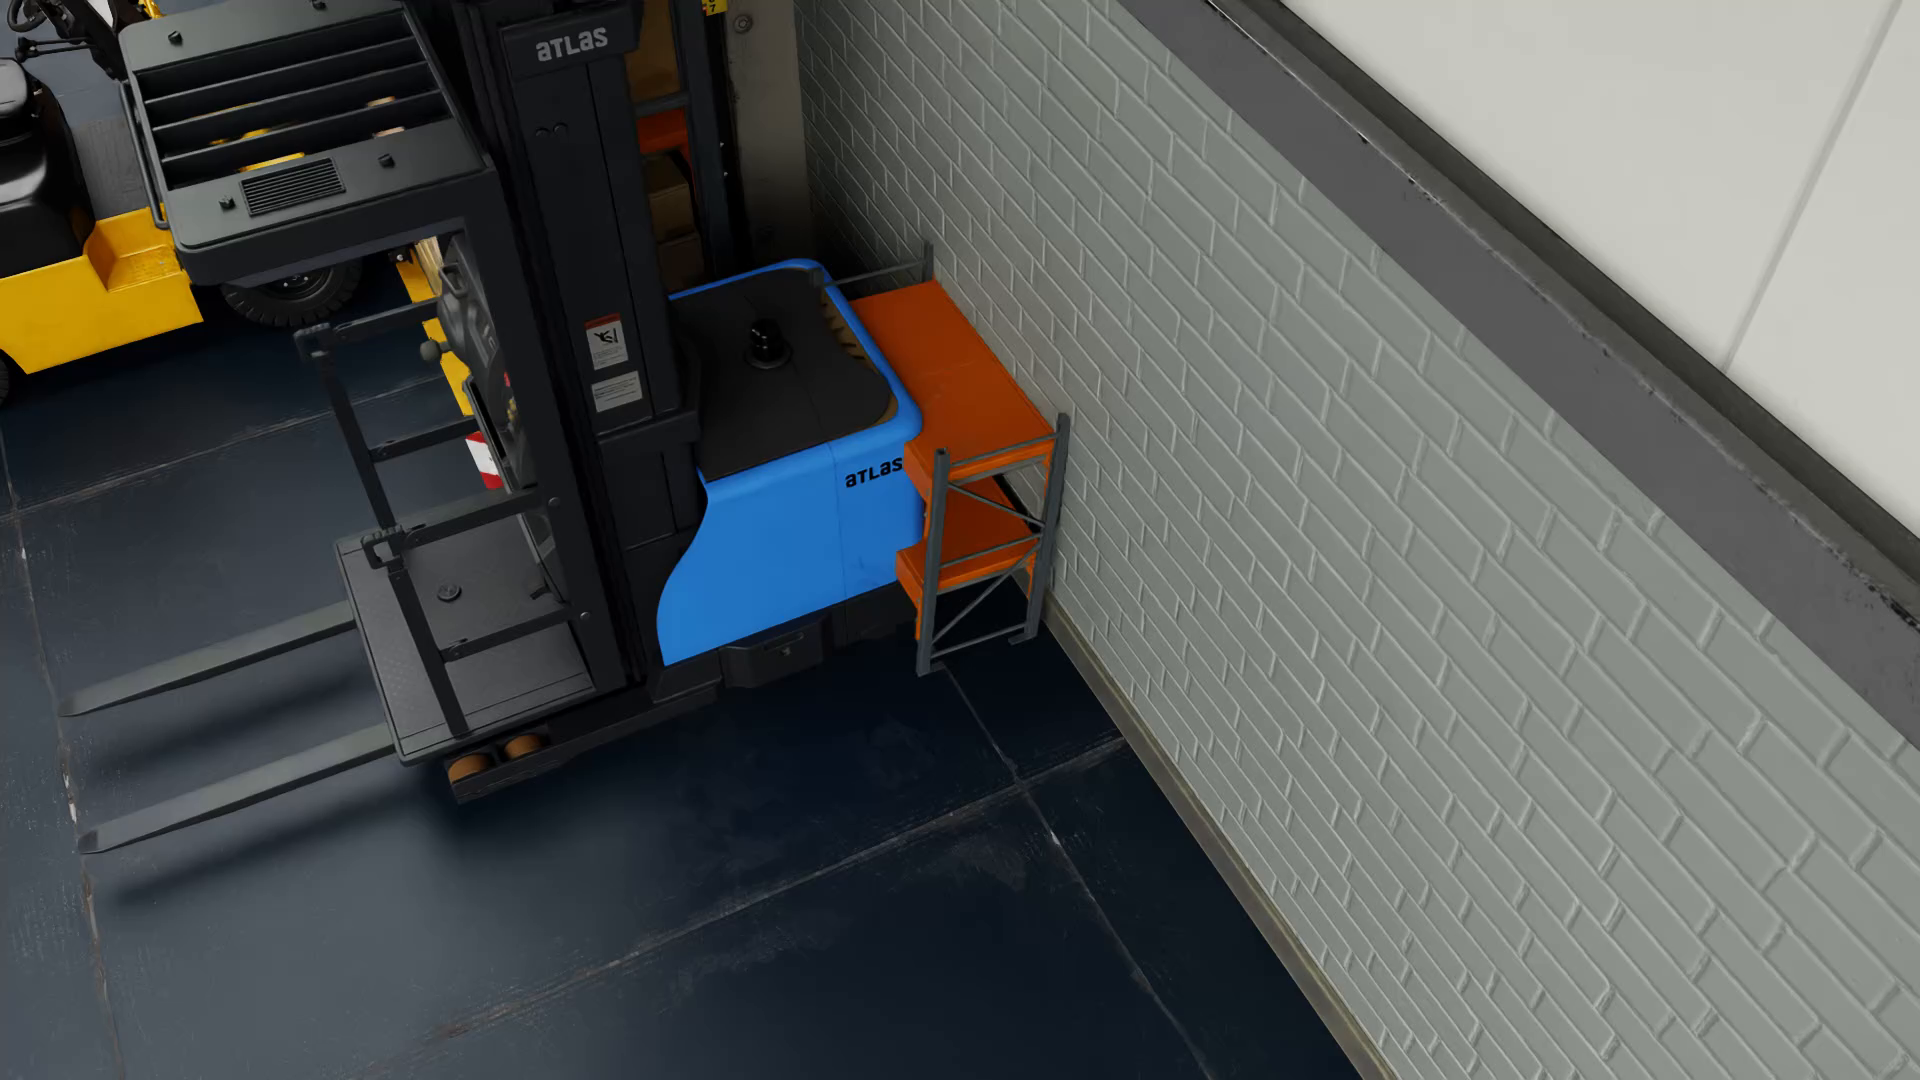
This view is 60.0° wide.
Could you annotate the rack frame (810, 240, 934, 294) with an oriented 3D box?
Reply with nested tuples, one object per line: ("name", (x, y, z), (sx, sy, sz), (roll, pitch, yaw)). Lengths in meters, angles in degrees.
("rack frame", (-0.350, -0.642, 6.437), (0.500, 1.125, 0.032), (-17, 51, -21))

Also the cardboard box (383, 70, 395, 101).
("cardboard box", (-1.822, -1.736, 6.102), (0.500, 0.500, 0.500), (-22, 52, -18))

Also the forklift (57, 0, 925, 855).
("forklift", (-1.667, -0.513, 5.144), (3.031, 2.935, 1.130), (-20, 52, -17))

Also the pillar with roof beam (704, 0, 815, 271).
("pillar with roof beam", (-4.708, -2.733, 3.054), (9.100, 9.000, 0.400), (-21, 52, -18))

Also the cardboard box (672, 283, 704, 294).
("cardboard box", (-1.414, -1.093, 7.154), (0.500, 0.250, 0.500), (-21, 52, -17))

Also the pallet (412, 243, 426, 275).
("pallet", (-2.305, -1.859, 8.128), (1.003, 0.211, 1.213), (-21, 52, -18))

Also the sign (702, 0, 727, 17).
("sign", (-0.867, -1.962, 5.738), (0.100, 0.325, 0.005), (-21, 52, -18))

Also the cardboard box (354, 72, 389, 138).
("cardboard box", (-2.330, -1.901, 7.196), (0.500, 0.250, 0.500), (-21, 52, -17))

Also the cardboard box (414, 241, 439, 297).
("cardboard box", (-2.078, -1.239, 7.281), (0.500, 0.250, 0.500), (-21, 52, -18))

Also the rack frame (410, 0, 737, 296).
("rack frame", (-1.363, -1.464, 5.930), (1.000, 3.000, 0.127), (-21, 52, -18))

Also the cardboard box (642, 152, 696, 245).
("cardboard box", (-1.415, -1.413, 6.769), (0.500, 0.250, 0.500), (-22, 52, -18))

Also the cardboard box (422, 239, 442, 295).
("cardboard box", (-1.864, -1.080, 6.810), (0.500, 0.250, 0.500), (-22, 52, -18))

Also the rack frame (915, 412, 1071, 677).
("rack frame", (0.106, 0.038, 5.835), (0.500, 1.125, 0.032), (-17, 51, -21))

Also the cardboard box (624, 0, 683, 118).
("cardboard box", (-1.343, -1.924, 6.266), (0.500, 0.500, 0.500), (-20, 52, -16))

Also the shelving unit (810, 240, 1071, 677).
("shelving unit", (-0.122, -0.302, 6.136), (0.538, 1.125, 1.048), (-17, 51, -21))

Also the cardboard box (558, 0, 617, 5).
("cardboard box", (-1.288, -2.027, 5.925), (0.380, 0.149, 0.250), (-22, 53, -18))

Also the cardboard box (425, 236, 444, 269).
("cardboard box", (-1.851, -1.227, 6.606), (0.500, 0.250, 0.500), (-20, 52, -16))

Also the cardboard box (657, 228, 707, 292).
("cardboard box", (-1.394, -1.248, 6.957), (0.500, 0.250, 0.500), (-20, 52, -17))

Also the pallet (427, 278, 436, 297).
("pallet", (-1.750, -1.043, 7.415), (1.003, 0.211, 1.213), (-21, 52, -18))

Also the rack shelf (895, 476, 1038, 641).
("rack shelf", (-0.141, -0.134, 6.313), (0.538, 0.278, 1.000), (-17, 51, -21))

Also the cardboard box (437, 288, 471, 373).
("cardboard box", (-1.859, -0.903, 6.987), (0.500, 0.250, 0.500), (-21, 52, -17))

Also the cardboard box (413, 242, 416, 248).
("cardboard box", (-2.299, -1.577, 7.577), (0.500, 0.250, 0.500), (-21, 52, -17))

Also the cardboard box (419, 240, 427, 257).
("cardboard box", (-2.084, -1.419, 7.107), (0.500, 0.250, 0.500), (-22, 52, -18))

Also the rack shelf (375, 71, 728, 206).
("rack shelf", (-2.278, -2.566, 7.372), (1.077, 0.370, 4.000), (-21, 52, -18))

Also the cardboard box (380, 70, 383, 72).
("cardboard box", (-2.051, -2.086, 6.408), (0.500, 0.500, 0.500), (-20, 52, -16))

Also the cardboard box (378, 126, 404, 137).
("cardboard box", (-2.090, -1.567, 6.904), (0.500, 0.250, 0.500), (-20, 52, -17))

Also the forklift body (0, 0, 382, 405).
("forklift body", (-3.853, -1.825, 6.810), (2.313, 2.155, 1.214), (-21, 52, -18))

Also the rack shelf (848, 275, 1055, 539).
("rack shelf", (-0.100, -0.504, 5.925), (0.538, 0.278, 1.000), (-17, 51, -21))
